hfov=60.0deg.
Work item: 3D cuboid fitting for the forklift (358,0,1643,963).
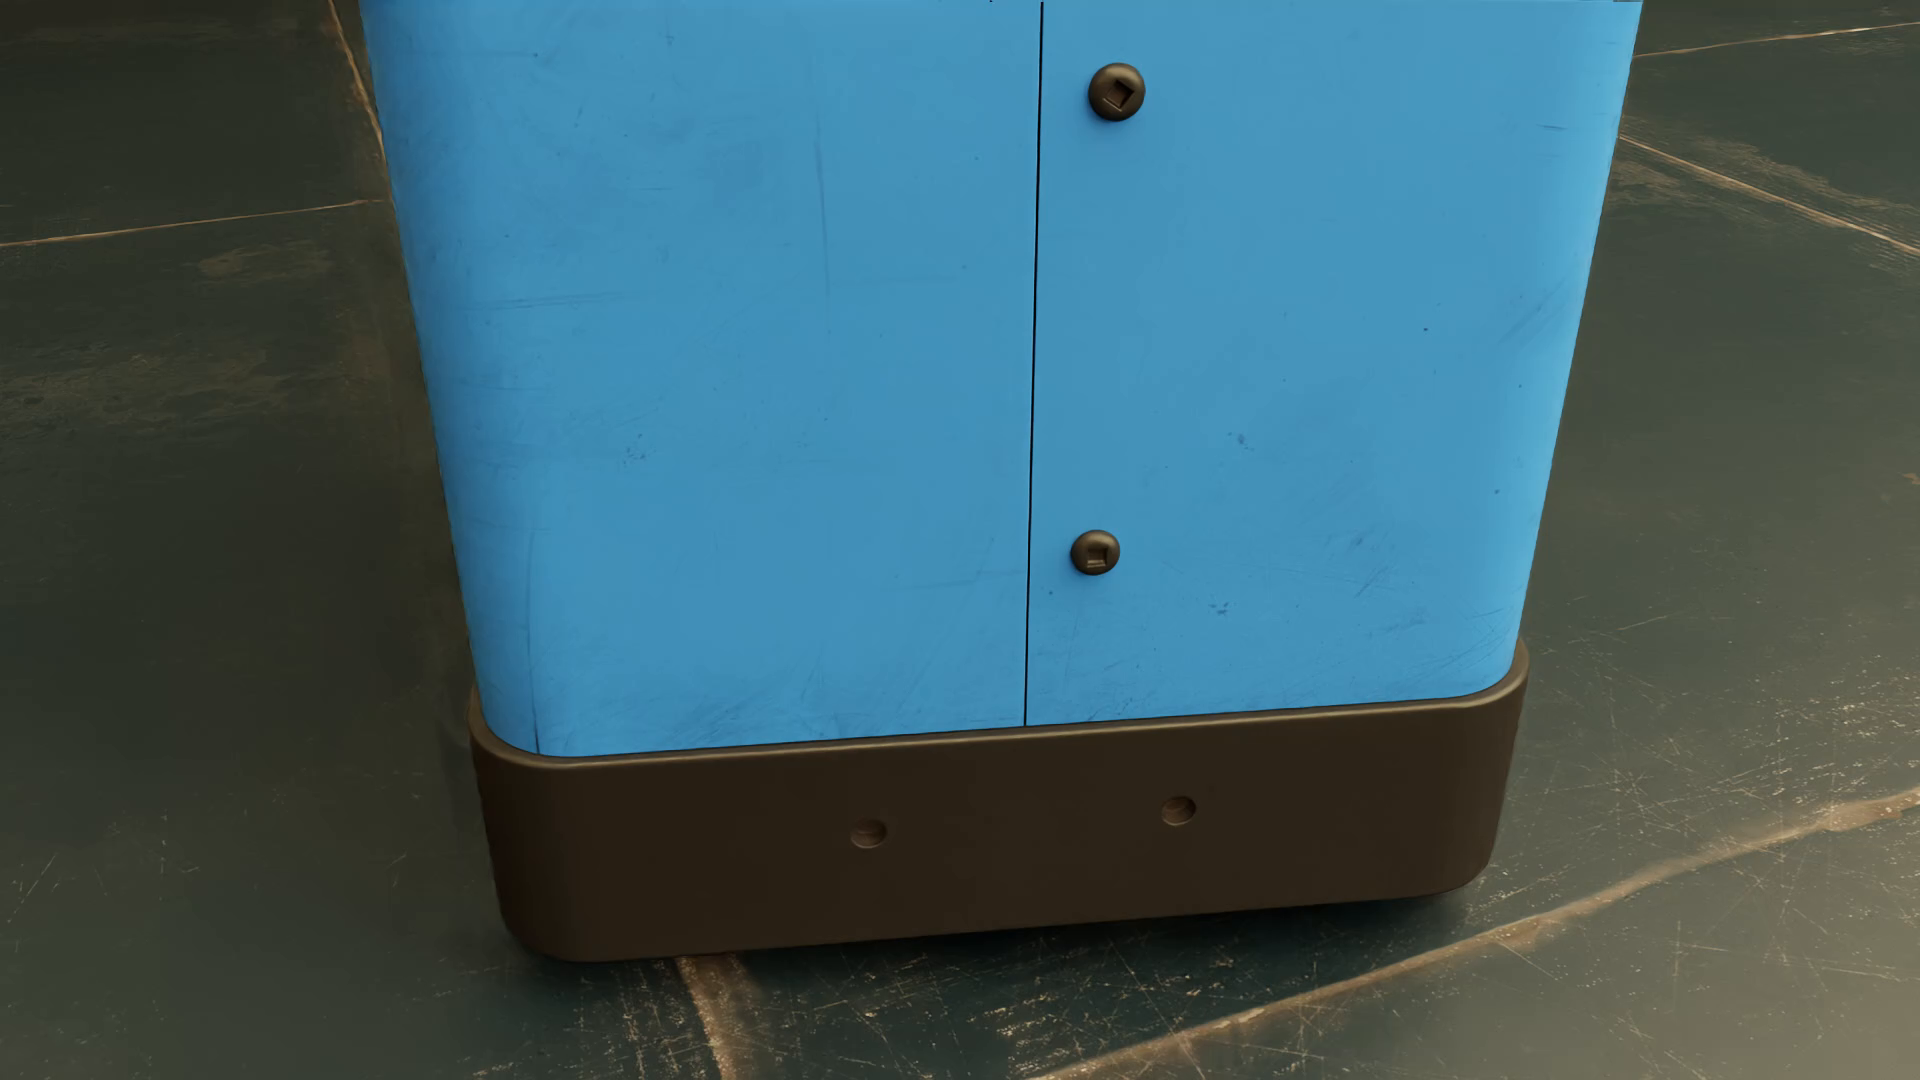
[{"bbox_3d":[-0.109,-1.565,2.287,1.130,2.935,3.031,-3,30,-6],"label":"forklift"}]
